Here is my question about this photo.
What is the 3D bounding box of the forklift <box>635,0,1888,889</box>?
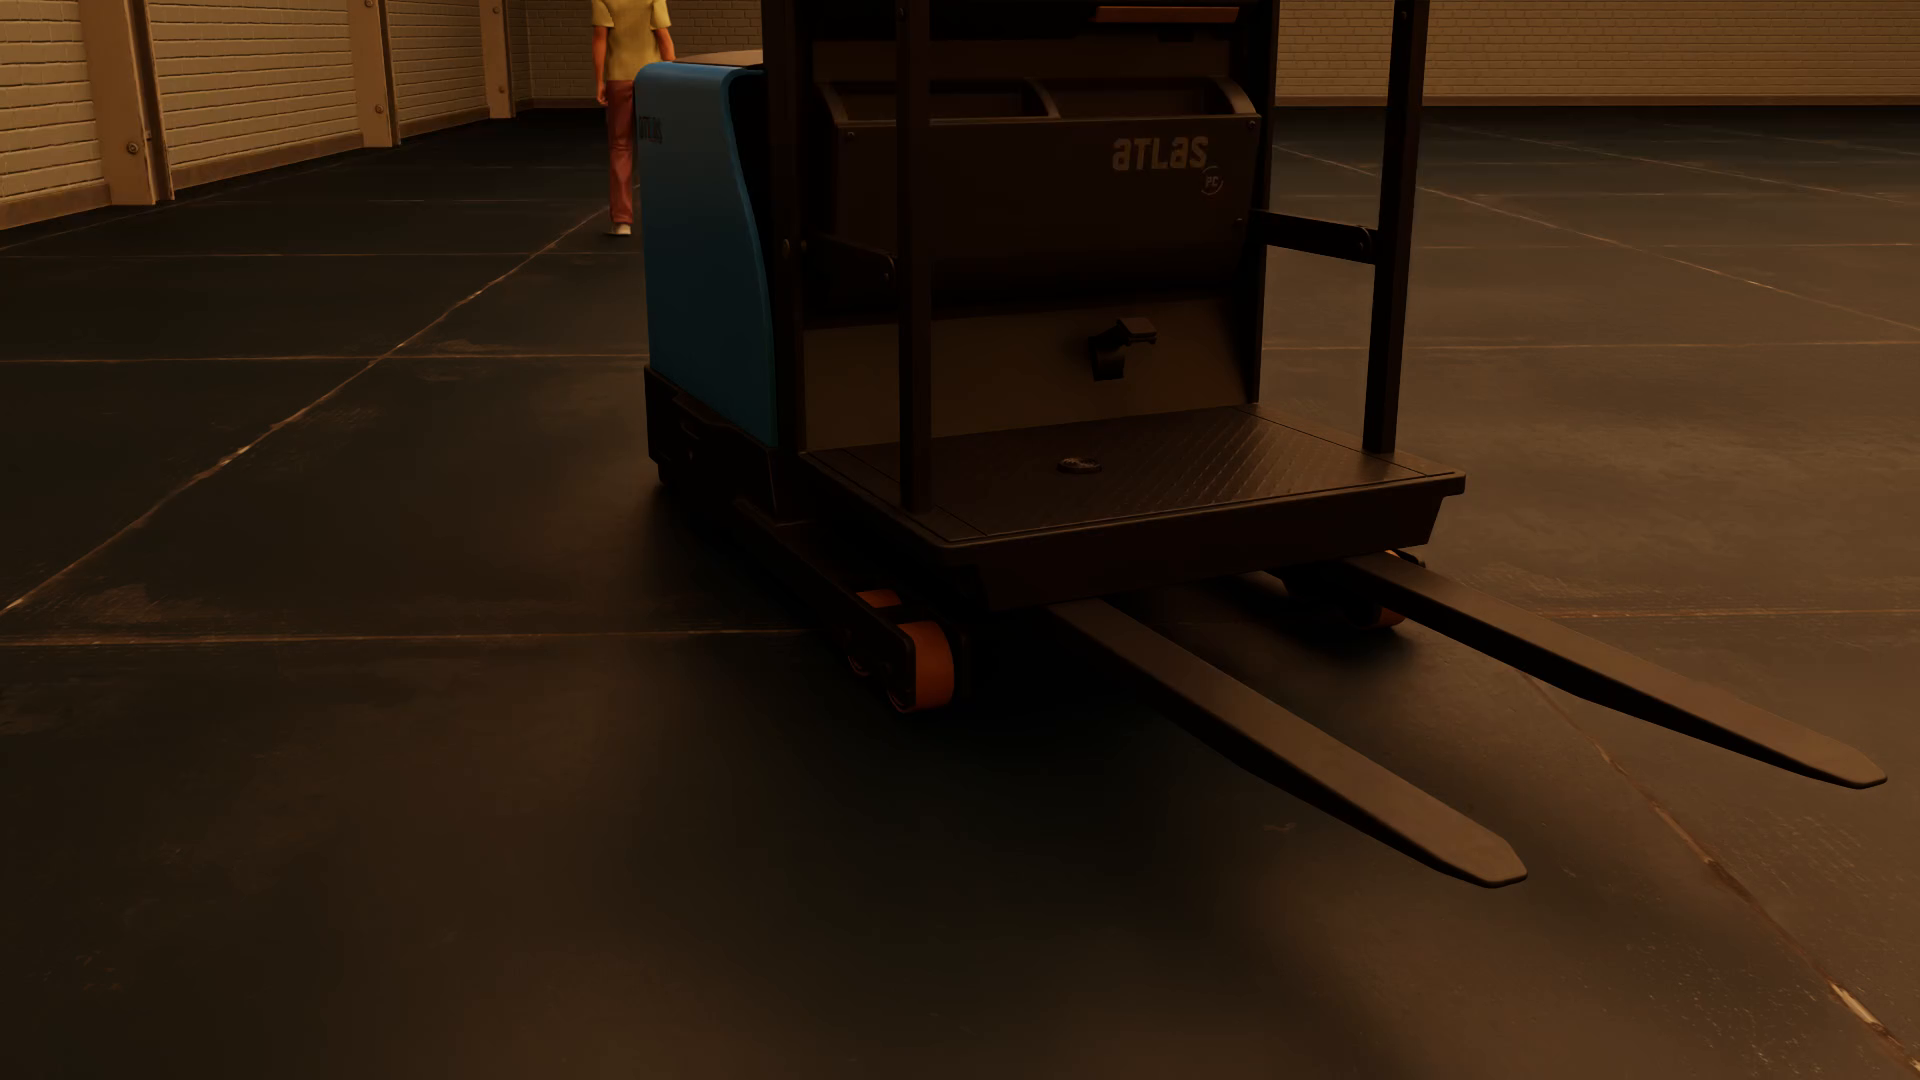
[{"bbox_3d":[0.258,-1.240,2.962,1.130,2.935,3.031,-8,19,-24],"label":"forklift"}]

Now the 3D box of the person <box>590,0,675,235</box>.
[{"bbox_3d":[-1.852,-2.590,9.548,0.472,1.678,0.402,-2,17,-5],"label":"person"}]
